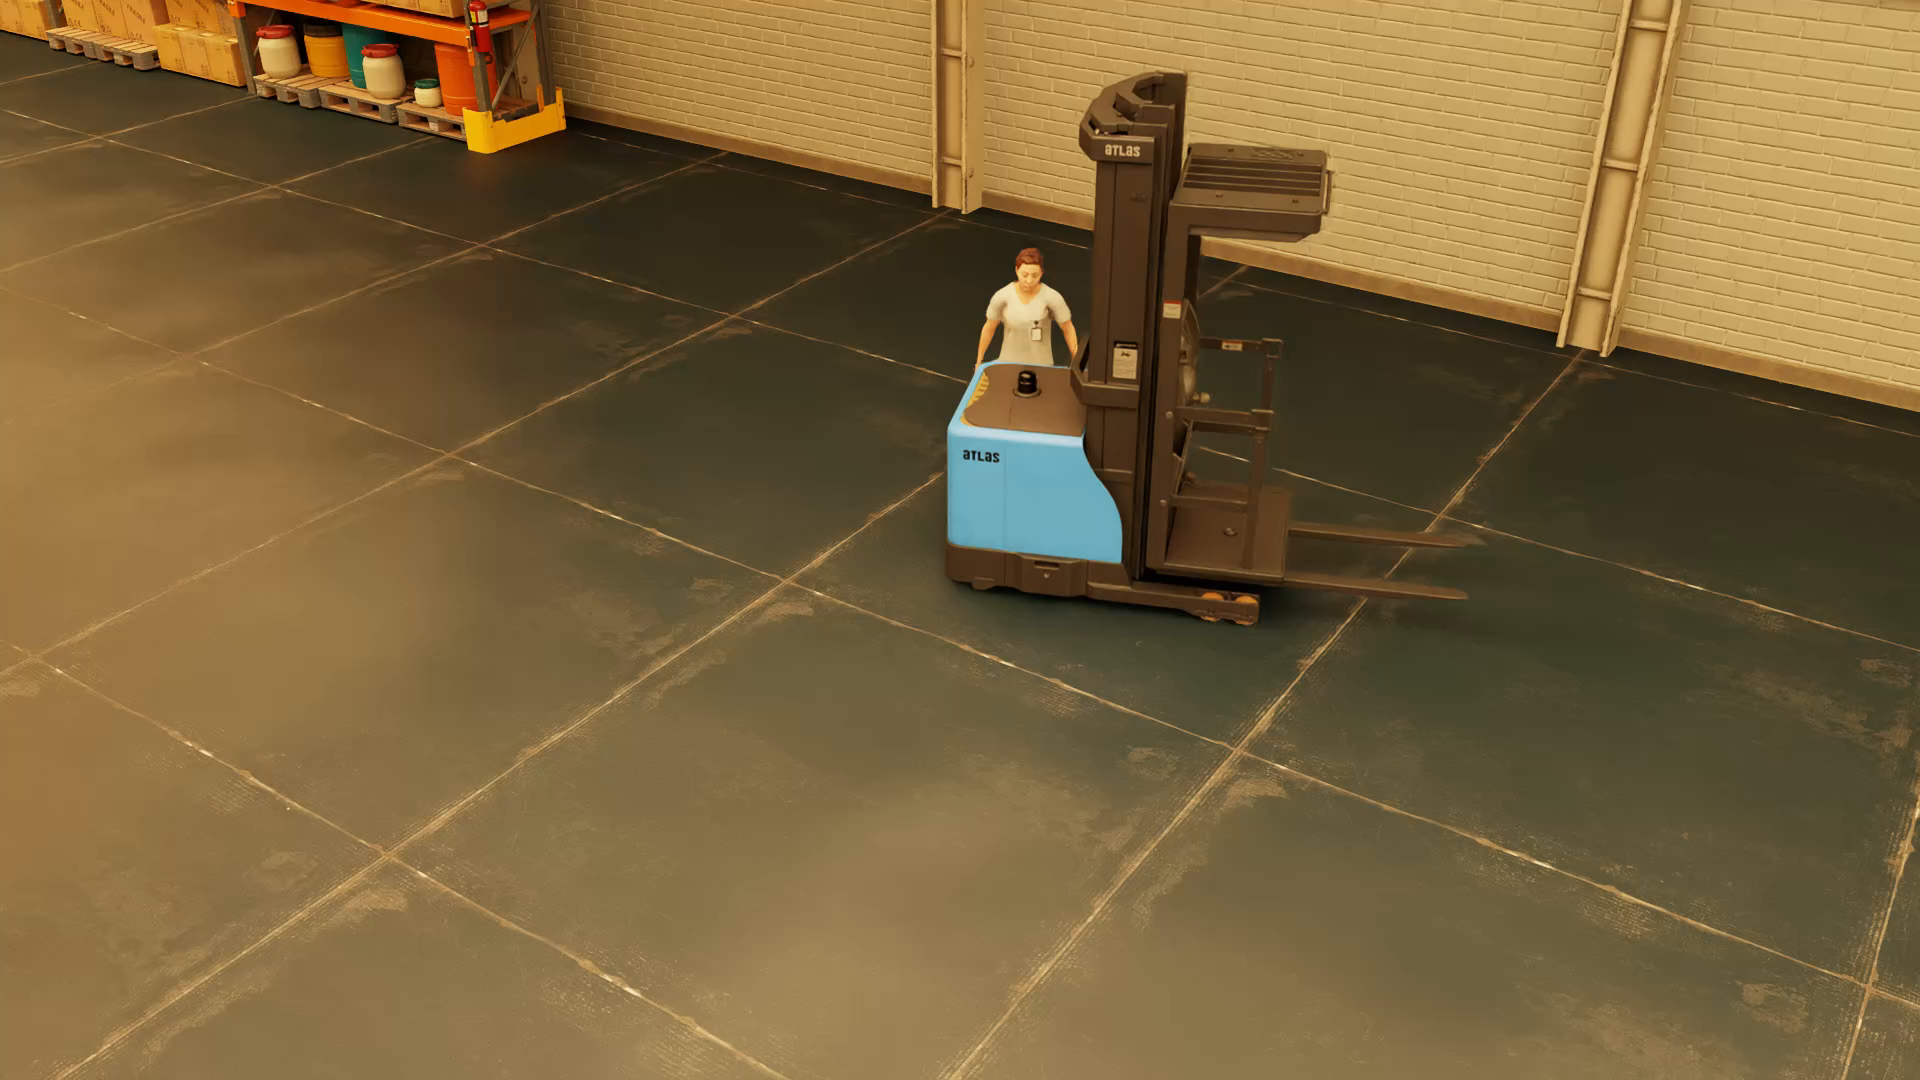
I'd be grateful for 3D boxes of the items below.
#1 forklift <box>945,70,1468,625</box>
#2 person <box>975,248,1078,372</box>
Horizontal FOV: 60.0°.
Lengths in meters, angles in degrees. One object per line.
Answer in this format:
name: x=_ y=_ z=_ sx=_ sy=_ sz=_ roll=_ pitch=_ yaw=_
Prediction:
forklift: x=1.485 y=-1.065 z=9.415 sx=3.031 sy=2.935 sz=1.130 roll=6 pitch=31 yaw=11
person: x=0.439 y=-1.110 z=10.780 sx=0.684 sy=1.640 sz=0.383 roll=4 pitch=30 yaw=7
